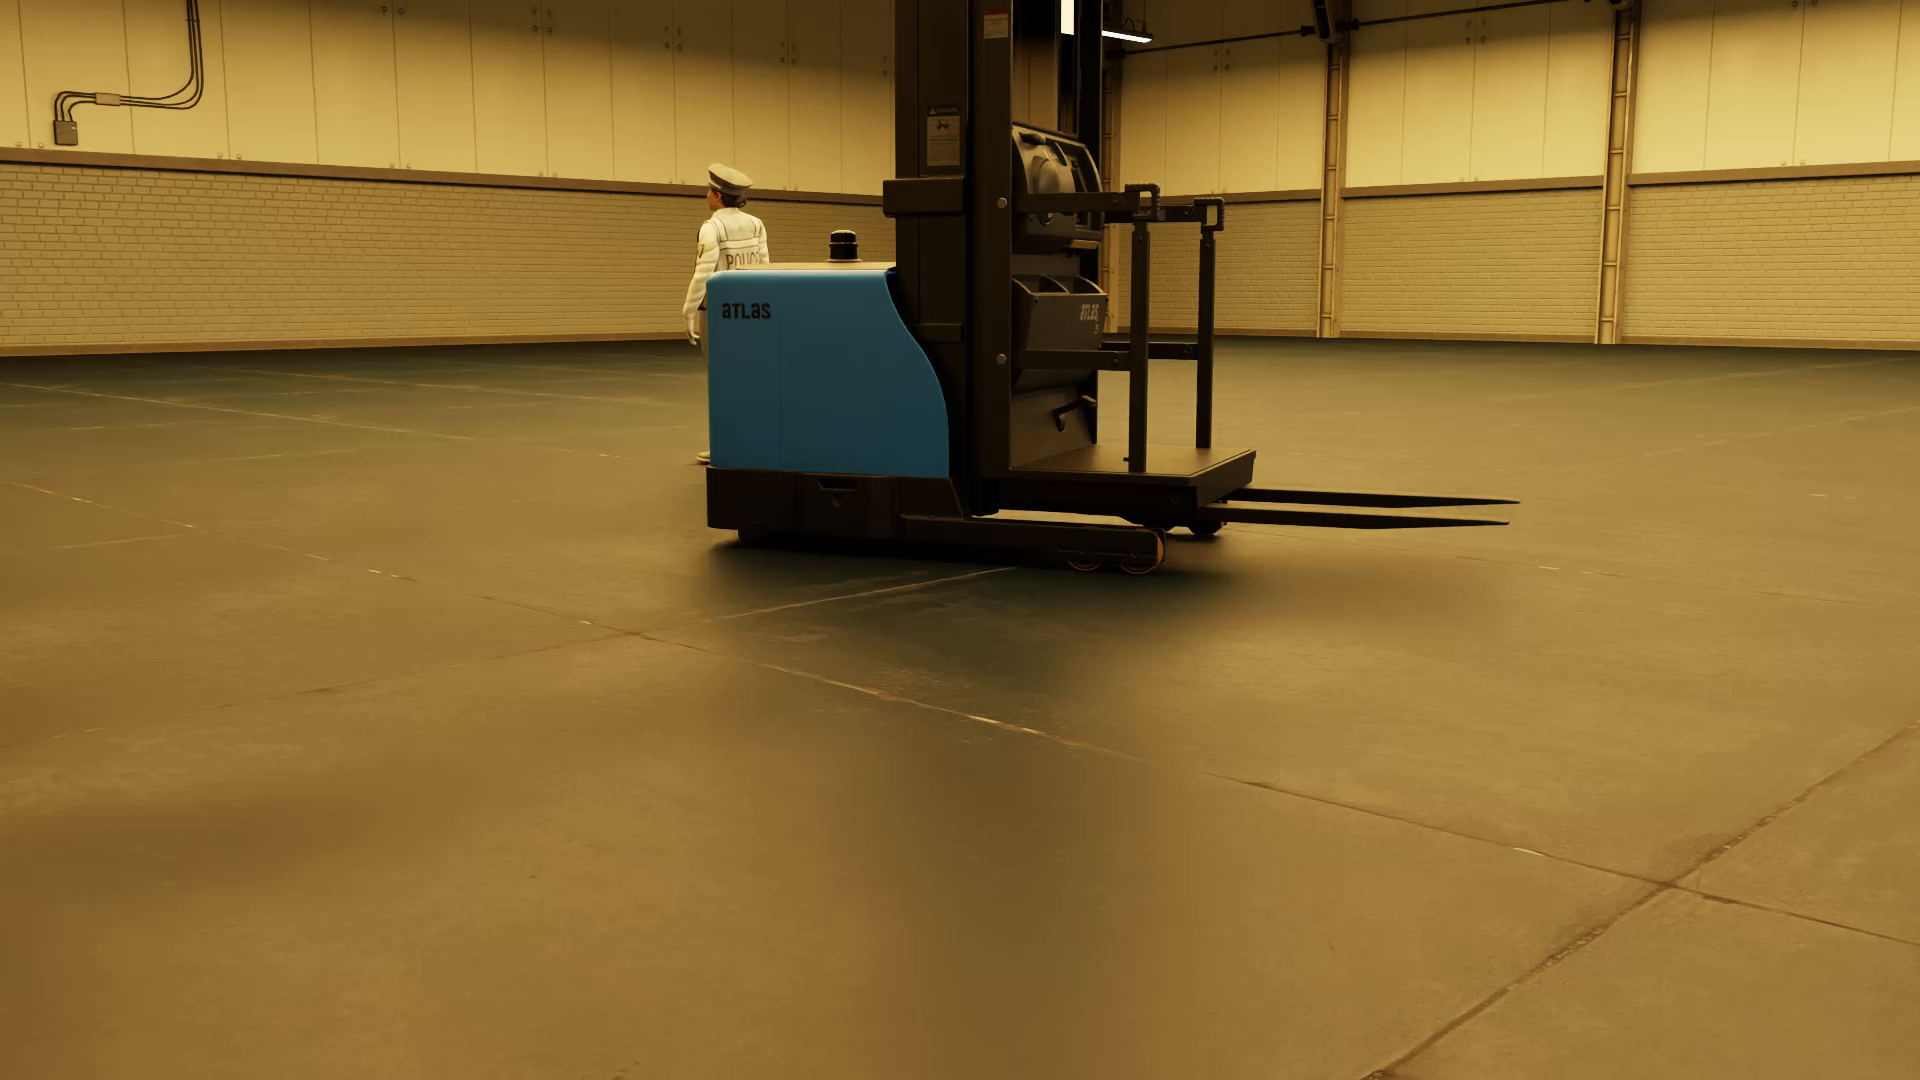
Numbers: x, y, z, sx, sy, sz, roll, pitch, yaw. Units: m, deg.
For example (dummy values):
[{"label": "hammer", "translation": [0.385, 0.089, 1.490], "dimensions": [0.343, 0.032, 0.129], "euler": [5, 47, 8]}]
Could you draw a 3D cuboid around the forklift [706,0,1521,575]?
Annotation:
[{"label": "forklift", "translation": [0.565, -1.416, 6.275], "dimensions": [3.031, 2.935, 1.130], "euler": [3, 9, 22]}]

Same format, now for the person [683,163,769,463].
[{"label": "person", "translation": [-1.377, -1.288, 9.530], "dimensions": [0.533, 1.694, 0.586], "euler": [7, 11, 39]}]
